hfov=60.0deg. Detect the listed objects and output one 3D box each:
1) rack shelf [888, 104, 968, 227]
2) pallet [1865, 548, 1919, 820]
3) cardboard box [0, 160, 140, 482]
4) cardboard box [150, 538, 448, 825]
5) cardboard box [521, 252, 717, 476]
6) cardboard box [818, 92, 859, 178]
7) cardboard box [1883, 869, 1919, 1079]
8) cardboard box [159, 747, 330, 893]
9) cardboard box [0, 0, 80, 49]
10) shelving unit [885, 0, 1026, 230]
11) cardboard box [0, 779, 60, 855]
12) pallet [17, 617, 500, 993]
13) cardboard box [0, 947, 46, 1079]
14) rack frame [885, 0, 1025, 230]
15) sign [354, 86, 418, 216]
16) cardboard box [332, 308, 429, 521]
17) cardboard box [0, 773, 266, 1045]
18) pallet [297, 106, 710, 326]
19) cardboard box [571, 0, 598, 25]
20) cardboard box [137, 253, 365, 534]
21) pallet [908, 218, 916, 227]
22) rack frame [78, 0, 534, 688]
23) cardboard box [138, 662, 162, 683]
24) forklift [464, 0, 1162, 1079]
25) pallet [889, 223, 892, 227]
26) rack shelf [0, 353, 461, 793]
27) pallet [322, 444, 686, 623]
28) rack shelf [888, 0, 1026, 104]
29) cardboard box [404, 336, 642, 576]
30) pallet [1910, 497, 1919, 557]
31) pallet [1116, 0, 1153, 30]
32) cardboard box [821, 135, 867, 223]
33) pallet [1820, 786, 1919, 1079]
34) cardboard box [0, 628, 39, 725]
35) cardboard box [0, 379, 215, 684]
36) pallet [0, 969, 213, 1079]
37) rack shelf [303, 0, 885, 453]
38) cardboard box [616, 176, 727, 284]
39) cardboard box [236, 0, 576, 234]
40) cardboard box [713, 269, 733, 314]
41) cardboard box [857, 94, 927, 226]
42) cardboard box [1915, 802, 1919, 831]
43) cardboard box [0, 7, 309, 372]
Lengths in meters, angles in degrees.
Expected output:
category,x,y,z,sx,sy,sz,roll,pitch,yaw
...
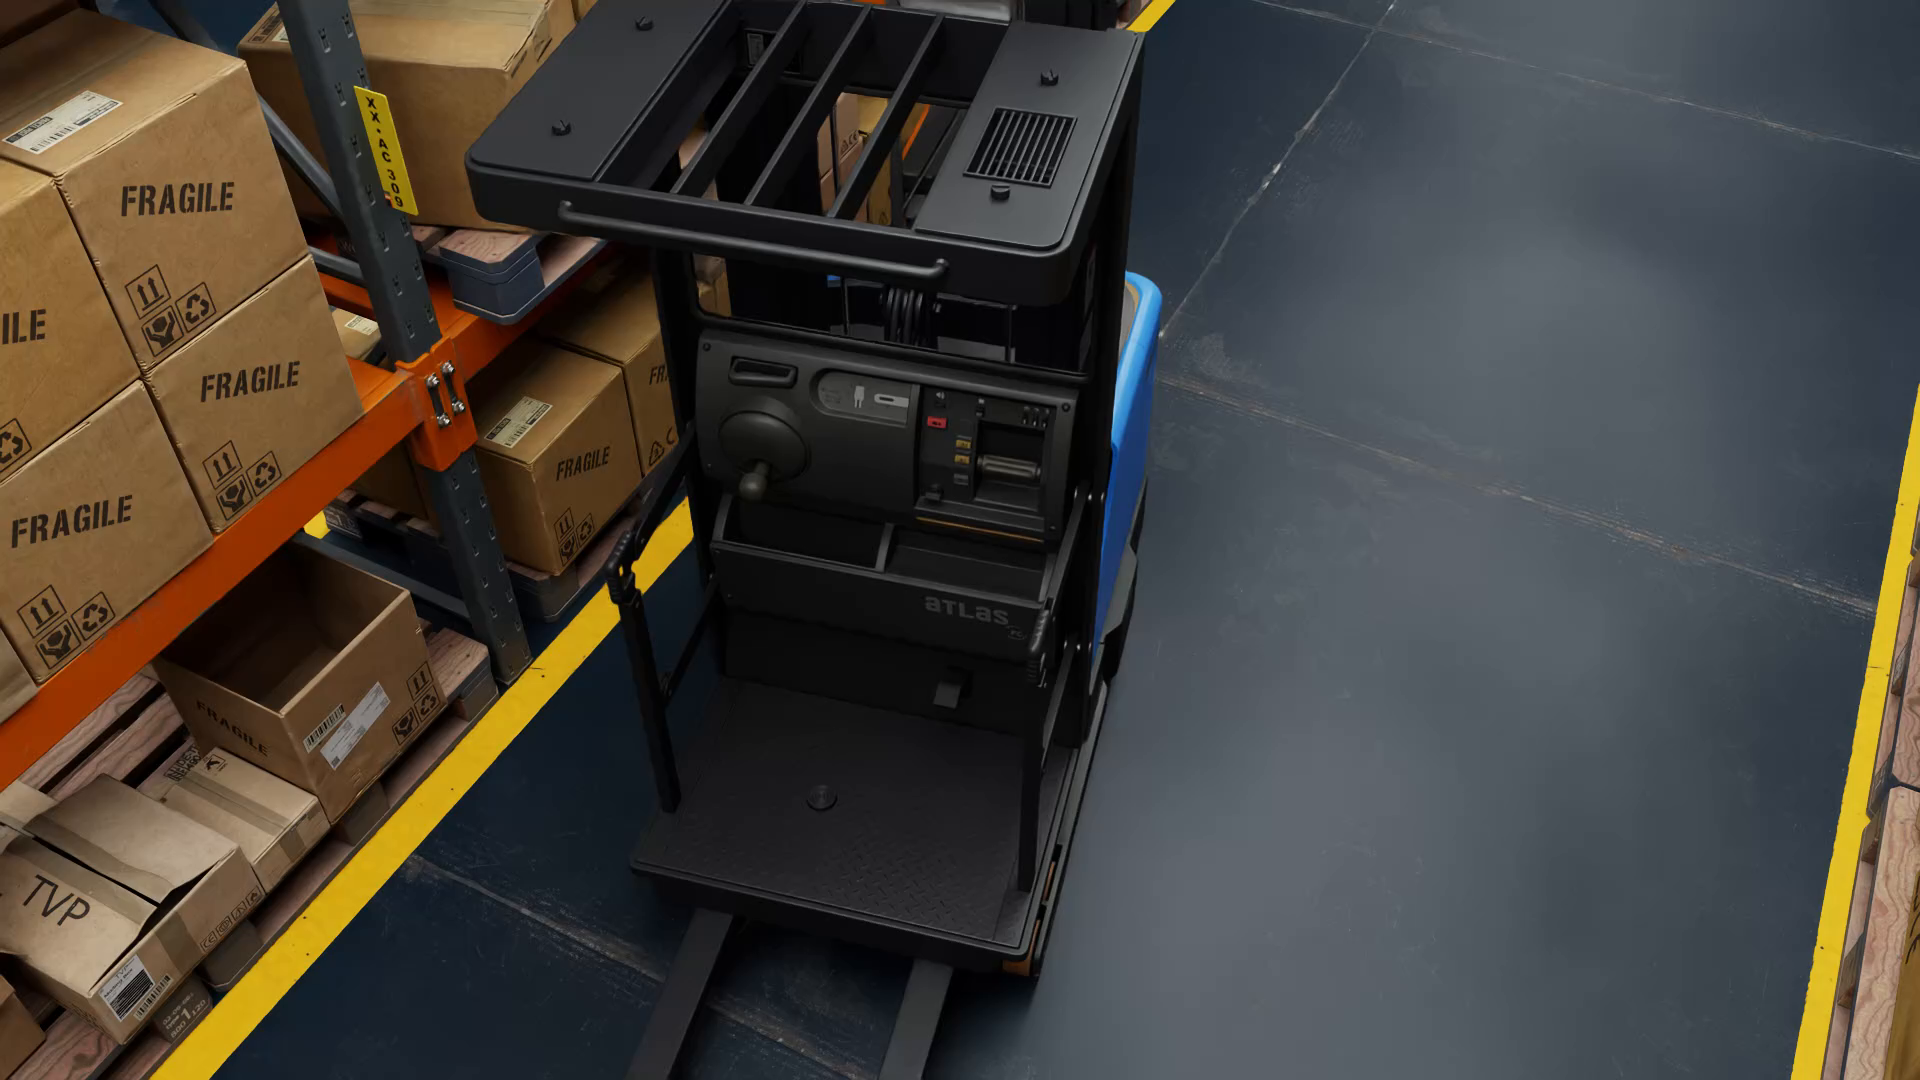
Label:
category,x,y,z,sx,sy,sz,roll,pitch,yaw
rack shelf,0.046,-1.102,5.382,0.431,0.518,0.480,10,46,10
pallet,3.401,0.542,5.066,1.003,0.211,1.213,20,49,19
cardboard box,-2.086,-0.448,3.310,0.500,0.500,0.500,20,49,18
cardboard box,-1.858,0.388,4.706,0.500,0.500,0.500,20,49,19
cardboard box,-1.167,-0.629,5.711,0.500,0.500,0.500,21,49,20
cardboard box,-0.708,-1.499,6.043,0.500,0.250,0.500,20,49,18
cardboard box,2.731,1.000,3.869,0.750,0.750,0.750,21,49,19
cardboard box,-1.979,0.767,4.578,0.380,0.149,0.250,20,49,19
cardboard box,-2.313,-0.972,3.828,0.500,0.500,0.500,22,49,20
shelving unit,0.046,-1.112,5.373,0.431,2.100,0.503,10,46,10
cardboard box,-2.624,0.794,4.539,0.380,0.166,0.250,20,49,19
pallet,-2.164,0.624,4.985,1.003,0.211,1.213,20,49,19
cardboard box,-2.712,1.119,3.981,0.797,0.503,0.637,20,49,19
rack frame,-0.016,-0.944,5.207,0.400,2.100,0.015,10,46,10
sign,-1.361,-0.919,3.941,0.100,0.325,0.005,20,49,19
cardboard box,-1.870,-0.470,5.554,0.500,0.500,0.500,20,49,19
cardboard box,-2.206,0.927,4.306,0.500,0.311,0.500,20,49,19
pallet,-1.377,-1.189,4.951,1.003,0.211,1.213,20,49,19
cardboard box,-1.164,-1.650,4.907,0.700,0.500,0.500,28,52,25
cardboard box,-1.850,-0.424,3.990,0.500,0.500,0.500,21,49,20
pallet,-0.368,-1.871,7.451,1.003,0.211,1.213,20,49,19
rack frame,-1.845,-0.789,4.421,1.000,3.000,0.127,20,49,19
cardboard box,-2.231,0.195,5.030,0.500,0.311,0.500,20,49,19
forklift,-0.240,-0.149,3.836,1.130,2.935,3.031,10,46,10
pallet,-0.936,-1.105,6.694,1.003,0.211,1.213,20,49,19
rack shelf,-2.773,0.724,3.431,1.077,0.370,4.000,20,49,19
pallet,-1.501,-0.334,5.931,1.003,0.211,1.213,20,49,19
rack shelf,0.046,-1.594,4.884,0.431,0.518,0.480,10,46,10
cardboard box,-1.404,-0.289,5.375,0.500,0.500,0.500,18,48,17
pallet,3.969,-0.224,5.823,1.003,0.211,1.213,20,49,19
pallet,0.429,-2.834,8.403,1.003,0.211,1.213,20,49,19
cardboard box,-0.693,-1.260,6.334,0.500,0.500,0.500,19,48,18
pallet,2.836,1.313,4.303,1.003,0.211,1.213,20,49,19
cardboard box,-2.324,0.225,3.348,0.500,0.500,0.500,22,49,20
cardboard box,-2.088,-0.099,3.669,0.500,0.500,0.500,22,49,20
pallet,-2.730,1.395,4.223,1.003,0.211,1.213,20,49,19
rack shelf,-0.916,-1.796,5.922,1.077,0.370,4.000,20,49,19
cardboard box,-0.940,-1.183,5.731,0.500,0.250,0.500,21,49,19
cardboard box,-1.427,-1.196,4.458,0.700,0.500,0.500,6,46,6
cardboard box,-0.928,-0.941,6.019,0.500,0.500,0.500,21,49,20
cardboard box,-0.455,-1.592,6.663,0.500,0.500,0.500,19,48,18
cardboard box,3.141,0.439,4.423,0.750,0.750,0.750,22,49,20
cardboard box,-1.850,-0.772,3.630,0.500,0.500,0.500,21,49,19
